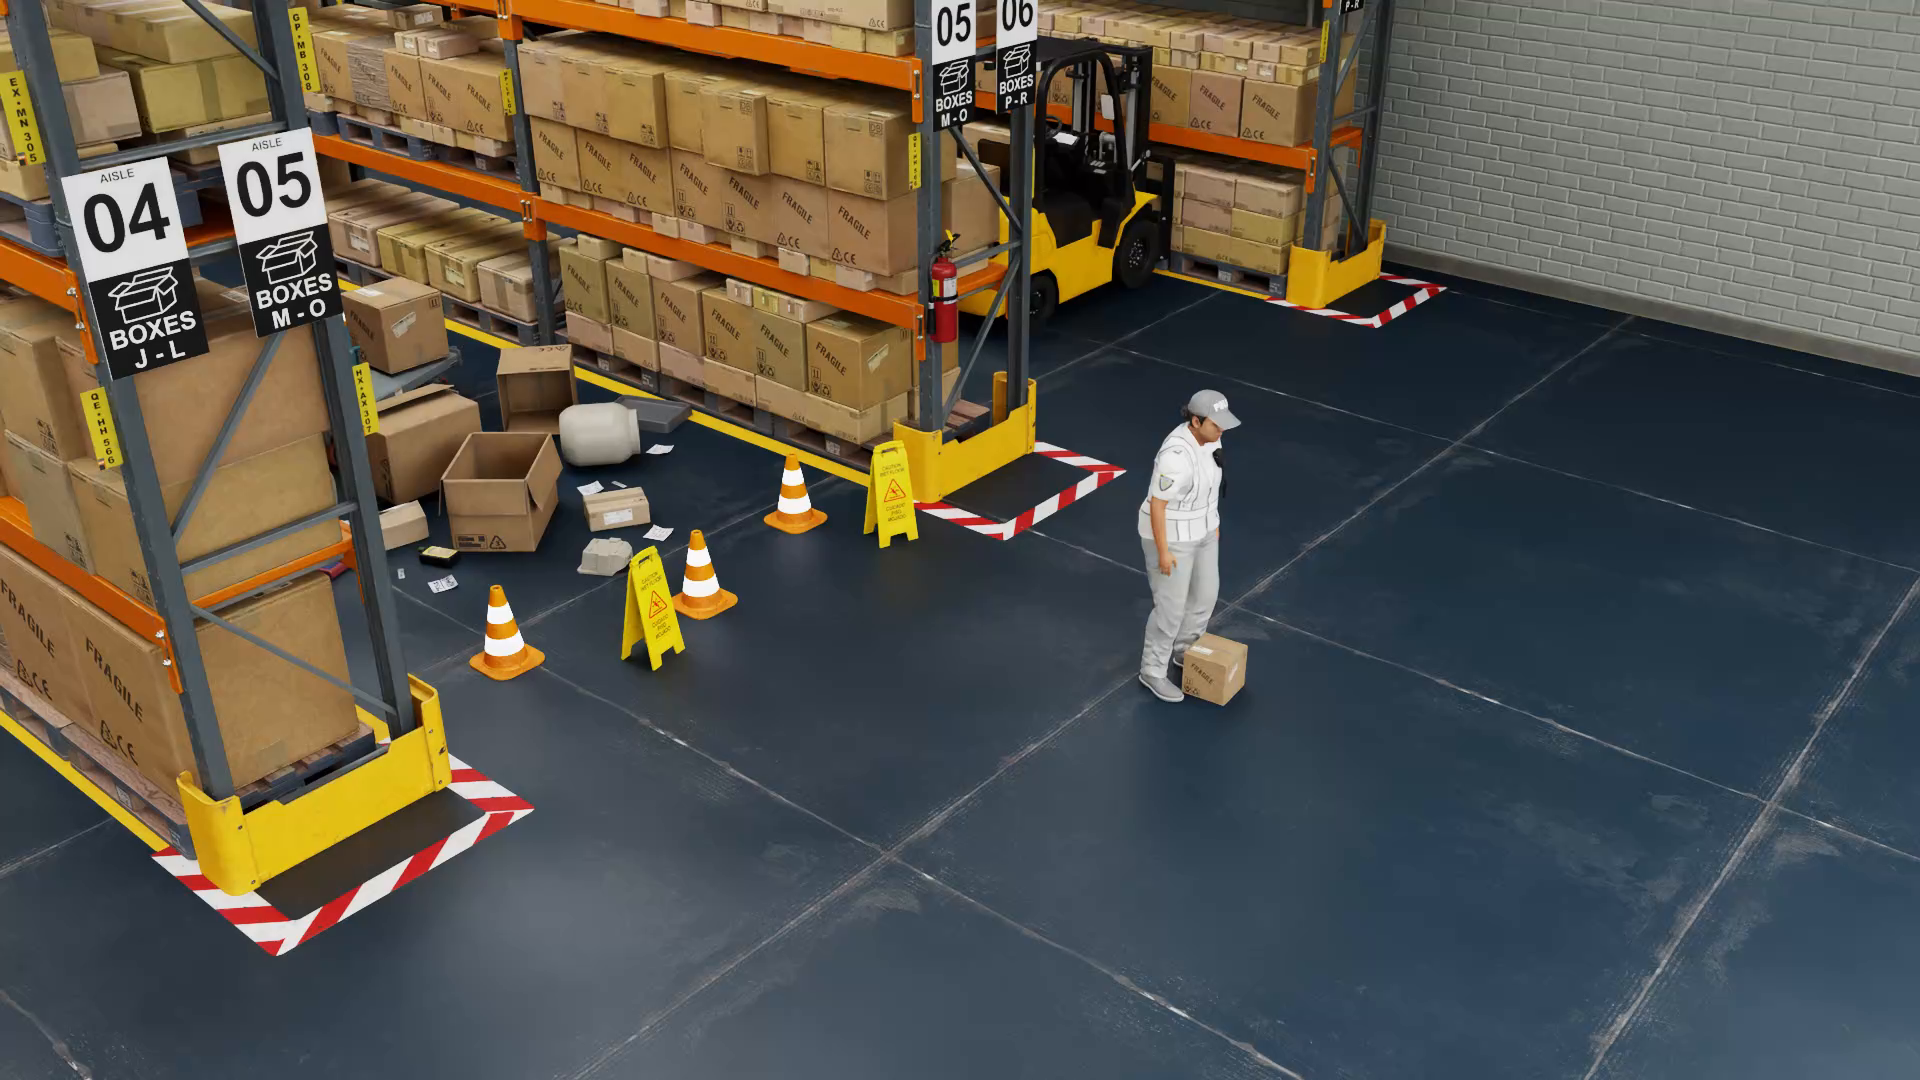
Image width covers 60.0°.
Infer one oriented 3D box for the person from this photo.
[{"bbox_3d":[1.178,-0.008,8.627,0.467,1.666,0.537,21,34,35],"label":"person"}]
